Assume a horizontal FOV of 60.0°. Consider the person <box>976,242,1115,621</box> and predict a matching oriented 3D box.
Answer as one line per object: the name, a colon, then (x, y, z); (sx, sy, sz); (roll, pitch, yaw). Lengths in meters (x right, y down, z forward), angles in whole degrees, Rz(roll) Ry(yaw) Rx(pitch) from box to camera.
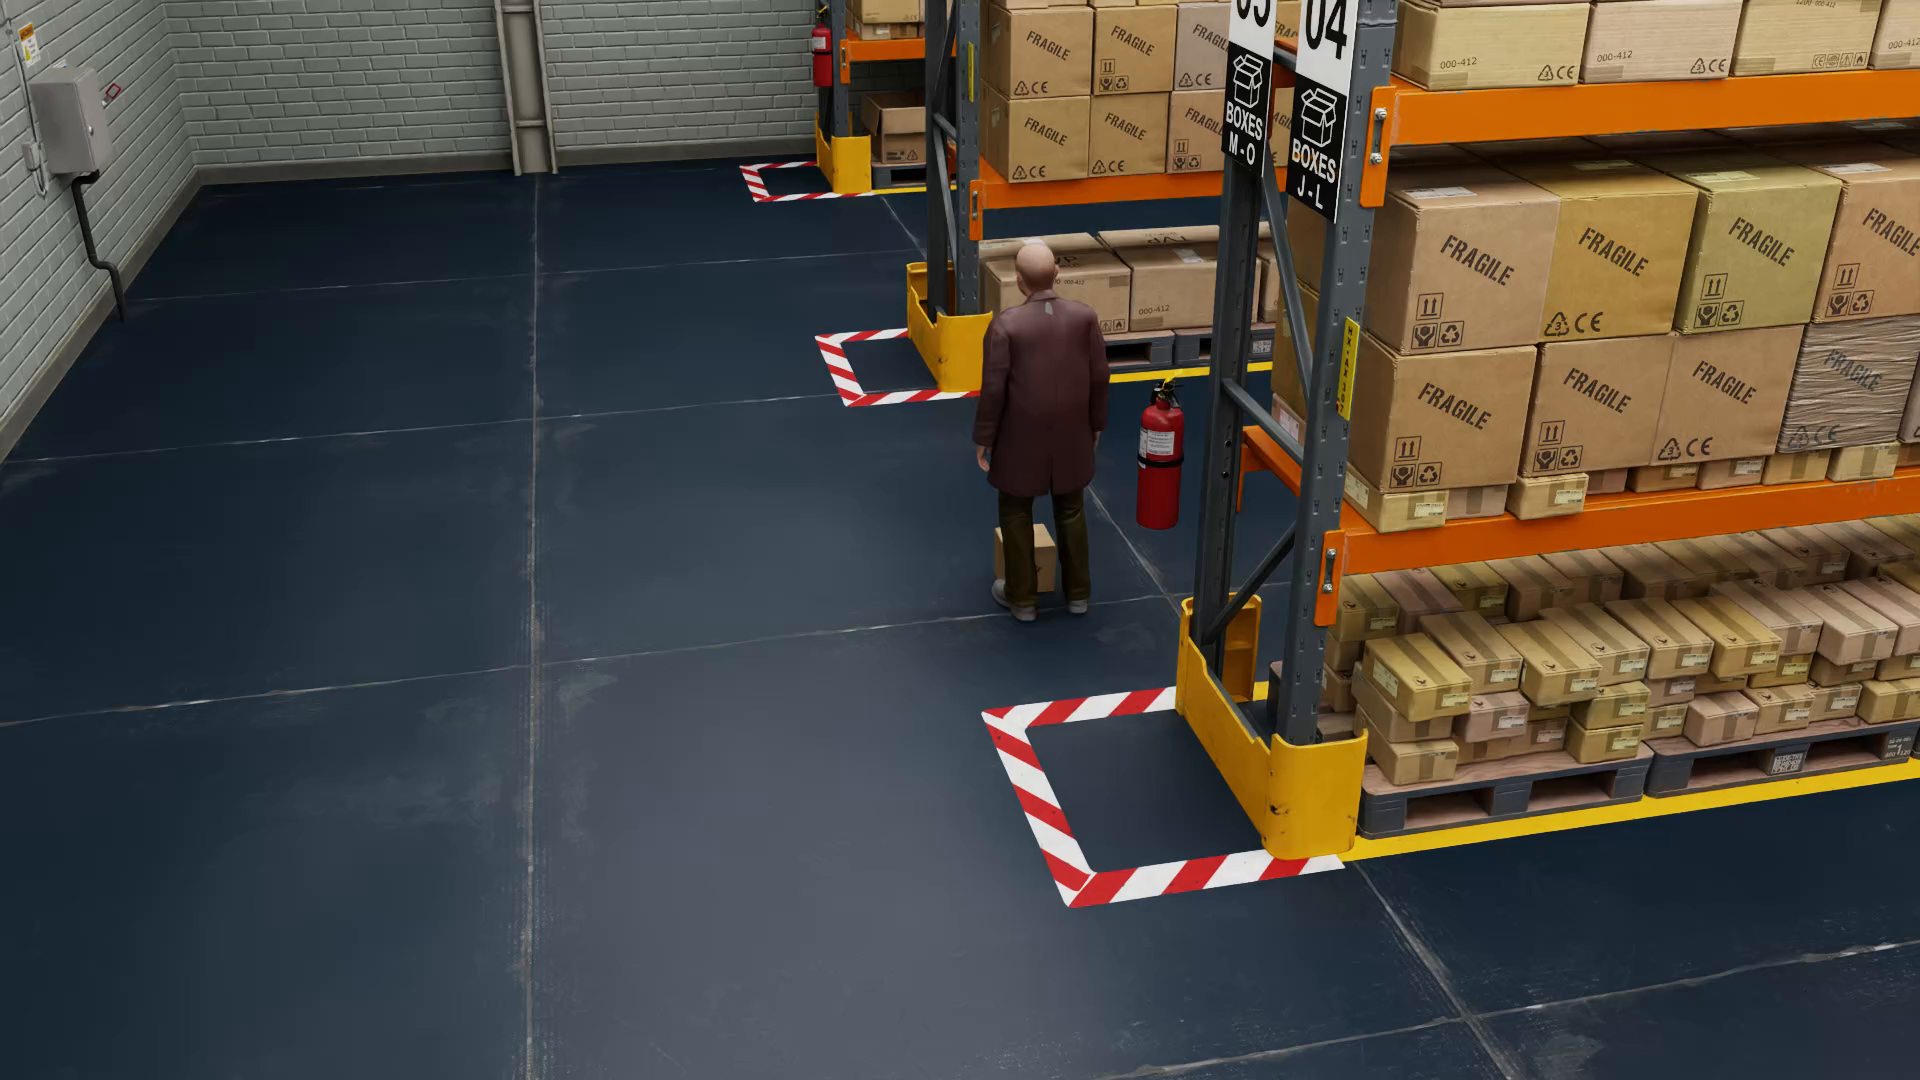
person: (0.386, -0.481, 7.603); (0.641, 1.773, 0.428); (-6, 27, -12)
